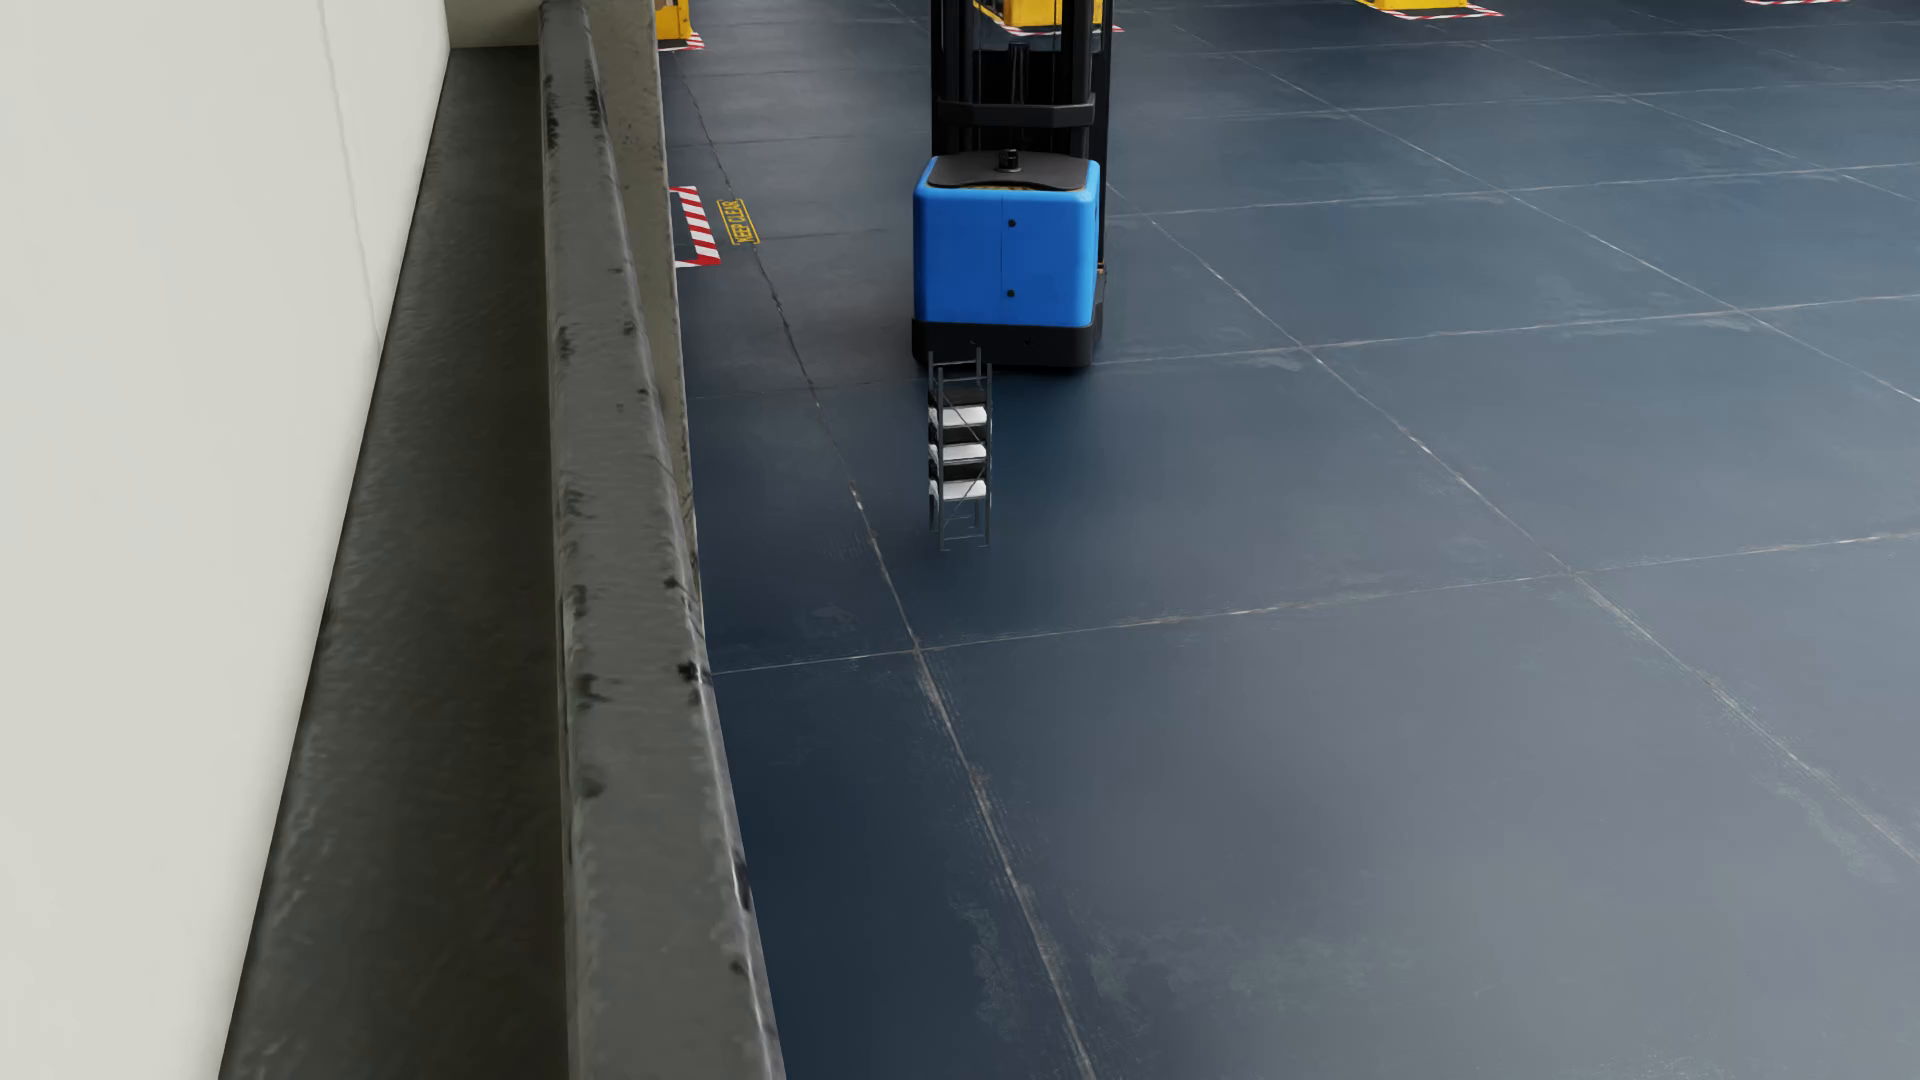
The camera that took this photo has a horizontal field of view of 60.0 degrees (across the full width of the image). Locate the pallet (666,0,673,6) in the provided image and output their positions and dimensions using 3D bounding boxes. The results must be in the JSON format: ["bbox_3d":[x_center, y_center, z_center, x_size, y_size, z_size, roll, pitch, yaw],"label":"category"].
[{"bbox_3d":[-3.871,-6.281,19.959,1.003,0.211,1.213,-6,27,-12],"label":"pallet"}]

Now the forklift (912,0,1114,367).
[{"bbox_3d":[0.397,-2.935,10.311,1.130,2.935,3.031,3,27,6],"label":"forklift"}]

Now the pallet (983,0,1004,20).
[{"bbox_3d":[0.907,-6.723,20.836,1.003,0.211,1.213,-6,27,-12],"label":"pallet"}]

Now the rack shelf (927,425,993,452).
[{"bbox_3d":[-0.002,-0.456,7.529,0.258,0.077,0.200,-6,27,-12],"label":"rack shelf"}]

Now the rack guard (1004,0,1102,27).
[{"bbox_3d":[1.125,-6.510,20.093,1.175,0.500,0.348,-6,27,-12],"label":"rack guard"}]

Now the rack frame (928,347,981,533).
[{"bbox_3d":[-0.025,-0.450,7.643,0.240,0.900,0.006,-6,27,-12],"label":"rack frame"}]

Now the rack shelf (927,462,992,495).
[{"bbox_3d":[-0.002,-0.295,7.610,0.258,0.077,0.200,-6,27,-12],"label":"rack shelf"}]

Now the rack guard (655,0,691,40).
[{"bbox_3d":[-3.723,-6.049,19.181,1.175,0.500,0.348,-6,27,-12],"label":"rack guard"}]

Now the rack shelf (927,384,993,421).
[{"bbox_3d":[-0.002,-0.617,7.448,0.258,0.077,0.200,-6,27,-12],"label":"rack shelf"}]

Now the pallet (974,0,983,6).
[{"bbox_3d":[0.635,-7.258,21.895,1.003,0.211,1.213,-6,27,-12],"label":"pallet"}]

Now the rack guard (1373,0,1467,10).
[{"bbox_3d":[5.884,-7.051,21.164,1.175,0.500,0.348,-6,27,-12],"label":"rack guard"}]

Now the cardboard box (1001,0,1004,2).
[{"bbox_3d":[0.711,-6.802,20.483,0.500,0.250,0.500,-6,27,-12],"label":"cardboard box"}]

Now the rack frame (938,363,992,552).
[{"bbox_3d":[0.021,-0.361,7.466,0.240,0.900,0.006,-6,27,-12],"label":"rack frame"}]

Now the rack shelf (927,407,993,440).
[{"bbox_3d":[-0.002,-0.536,7.488,0.258,0.077,0.200,-6,27,-12],"label":"rack shelf"}]

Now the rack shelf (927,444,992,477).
[{"bbox_3d":[-0.002,-0.376,7.569,0.258,0.077,0.200,-6,27,-12],"label":"rack shelf"}]

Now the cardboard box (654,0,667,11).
[{"bbox_3d":[-3.774,-6.441,19.678,0.500,0.311,0.500,-9,28,-17],"label":"cardboard box"}]

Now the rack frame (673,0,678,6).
[{"bbox_3d":[-3.706,-7.132,18.551,1.000,3.000,0.127,-6,27,-12],"label":"rack frame"}]

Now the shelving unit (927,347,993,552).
[{"bbox_3d":[-0.002,-0.405,7.554,0.258,0.900,0.210,-6,27,-12],"label":"shelving unit"}]

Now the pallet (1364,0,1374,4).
[{"bbox_3d":[5.706,-7.279,21.937,1.003,0.211,1.213,-6,27,-12],"label":"pallet"}]

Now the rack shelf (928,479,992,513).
[{"bbox_3d":[-0.002,-0.215,7.650,0.258,0.077,0.200,-6,27,-12],"label":"rack shelf"}]
